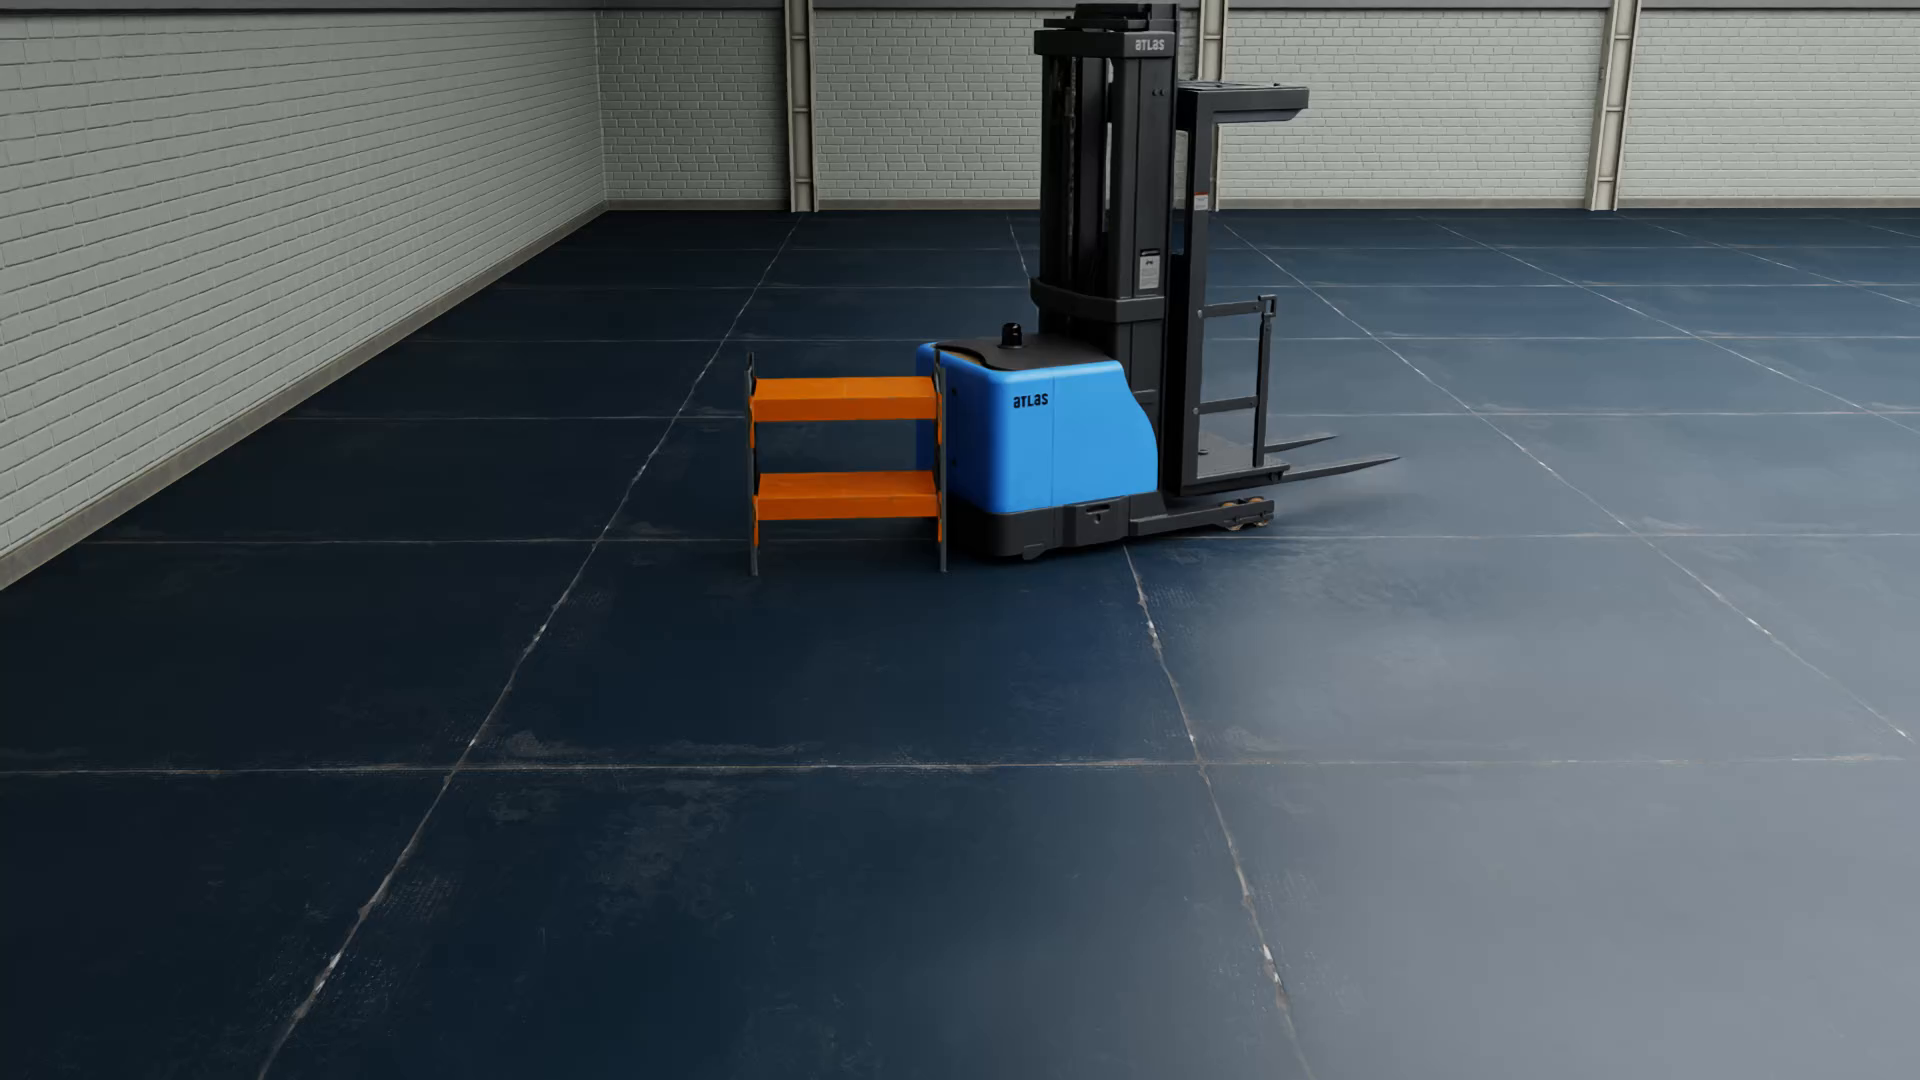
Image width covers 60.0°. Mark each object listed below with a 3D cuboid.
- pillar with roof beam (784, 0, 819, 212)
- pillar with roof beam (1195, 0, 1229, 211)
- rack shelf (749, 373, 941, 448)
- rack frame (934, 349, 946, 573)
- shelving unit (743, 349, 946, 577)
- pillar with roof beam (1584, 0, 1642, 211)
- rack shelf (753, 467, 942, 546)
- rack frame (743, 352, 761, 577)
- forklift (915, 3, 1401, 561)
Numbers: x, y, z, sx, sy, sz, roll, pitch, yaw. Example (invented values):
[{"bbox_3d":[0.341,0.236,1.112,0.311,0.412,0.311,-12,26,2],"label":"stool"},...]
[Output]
[{"bbox_3d":[-2.259,-7.910,19.473,0.400,9.000,9.100,0,18,-1],"label":"pillar with roof beam"},{"bbox_3d":[3.740,-7.939,19.563,0.400,9.000,9.100,0,18,-1],"label":"pillar with roof beam"},{"bbox_3d":[-0.617,-0.702,8.936,1.000,0.278,0.538,-1,18,-4],"label":"rack shelf"},{"bbox_3d":[-0.110,-0.435,9.061,0.032,1.125,0.500,-1,18,-4],"label":"rack frame"},{"bbox_3d":[-0.617,-0.423,9.025,1.048,1.125,0.538,-1,18,-4],"label":"shelving unit"},{"bbox_3d":[9.739,-7.968,19.654,0.400,9.000,9.100,0,18,-1],"label":"pillar with roof beam"},{"bbox_3d":[-0.617,-0.190,9.100,1.000,0.278,0.538,-1,18,-4],"label":"rack shelf"},{"bbox_3d":[-1.123,-0.411,8.988,0.032,1.125,0.500,-1,18,-4],"label":"rack frame"},{"bbox_3d":[1.277,-1.582,9.679,3.031,2.935,1.130,-9,20,-26],"label":"forklift"}]
